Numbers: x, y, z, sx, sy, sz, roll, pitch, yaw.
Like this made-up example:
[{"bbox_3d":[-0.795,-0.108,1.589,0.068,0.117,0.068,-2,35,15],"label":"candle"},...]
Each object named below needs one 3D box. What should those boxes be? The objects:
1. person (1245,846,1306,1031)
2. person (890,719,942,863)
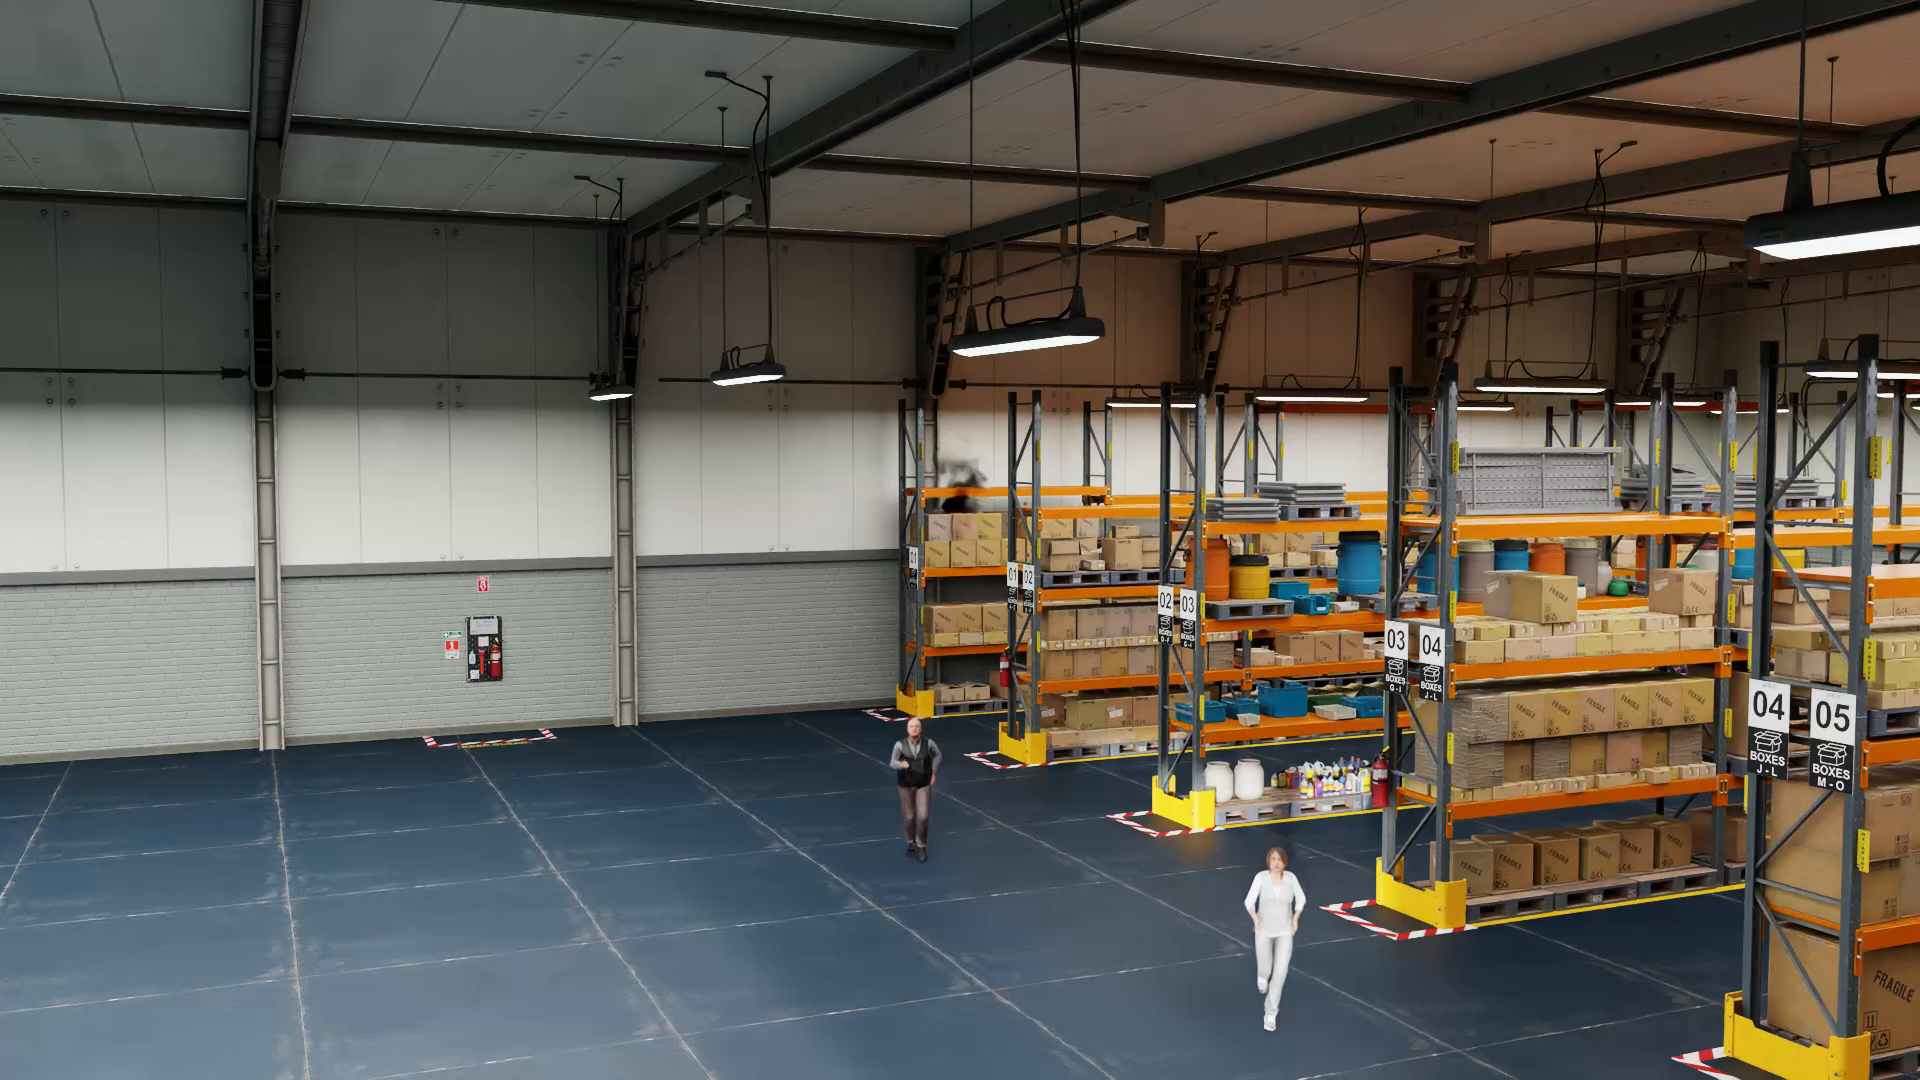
[{"bbox_3d":[2.824,3.516,14.898,0.542,1.579,0.744,0,3,7],"label":"person"},{"bbox_3d":[-0.554,3.100,20.627,0.637,1.763,0.711,0,3,1],"label":"person"}]
